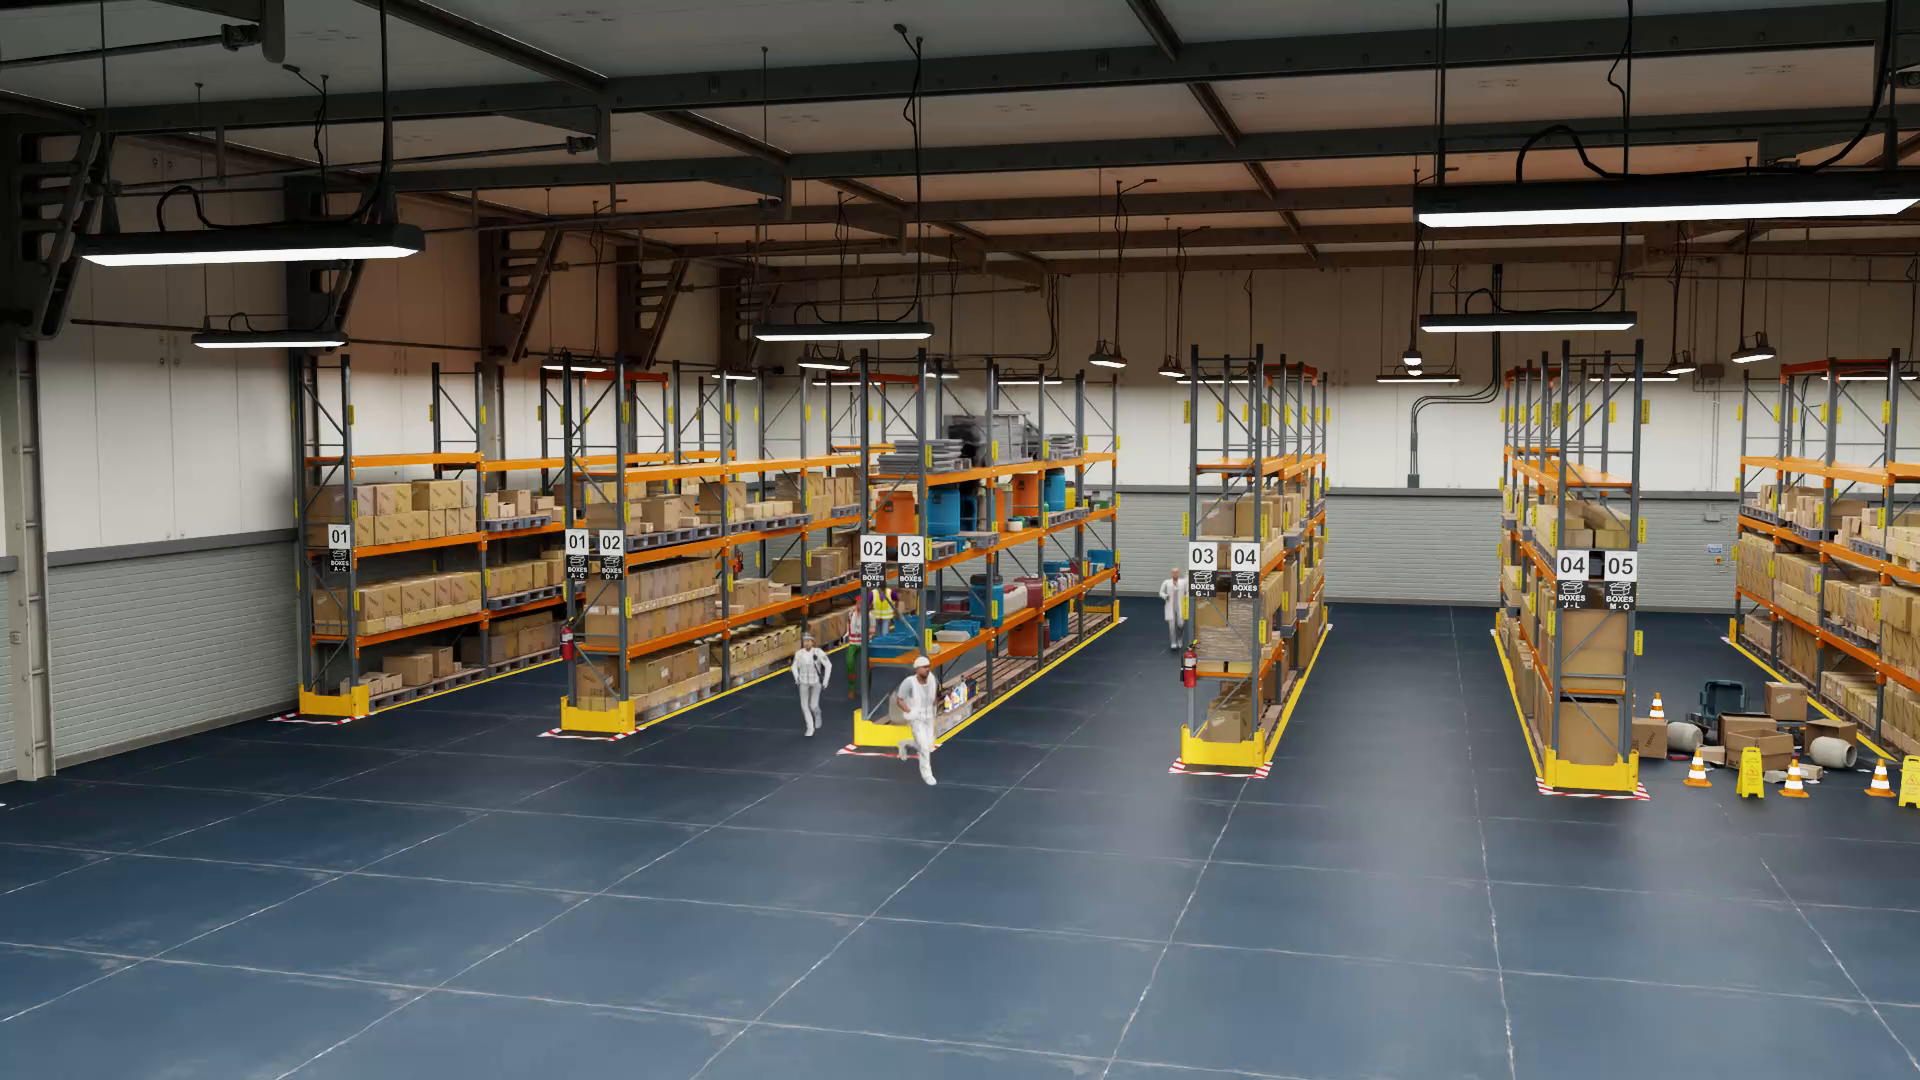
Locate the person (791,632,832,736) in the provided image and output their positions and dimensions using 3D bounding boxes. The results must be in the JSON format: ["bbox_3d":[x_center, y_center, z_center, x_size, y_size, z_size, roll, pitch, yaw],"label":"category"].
[{"bbox_3d":[-2.339,2.242,25.924,0.621,1.649,0.560,1,4,9],"label":"person"}]

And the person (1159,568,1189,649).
[{"bbox_3d":[4.600,1.464,35.472,0.698,1.735,0.633,0,4,6],"label":"person"}]

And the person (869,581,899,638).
[{"bbox_3d":[-1.589,1.617,33.437,0.676,1.814,0.788,0,4,5],"label":"person"}]

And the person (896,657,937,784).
[{"bbox_3d":[-0.607,2.449,22.810,0.705,1.750,0.792,-4,6,-43],"label":"person"}]

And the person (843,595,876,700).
[{"bbox_3d":[-1.786,1.890,29.504,0.650,1.828,0.772,1,4,14],"label":"person"}]
